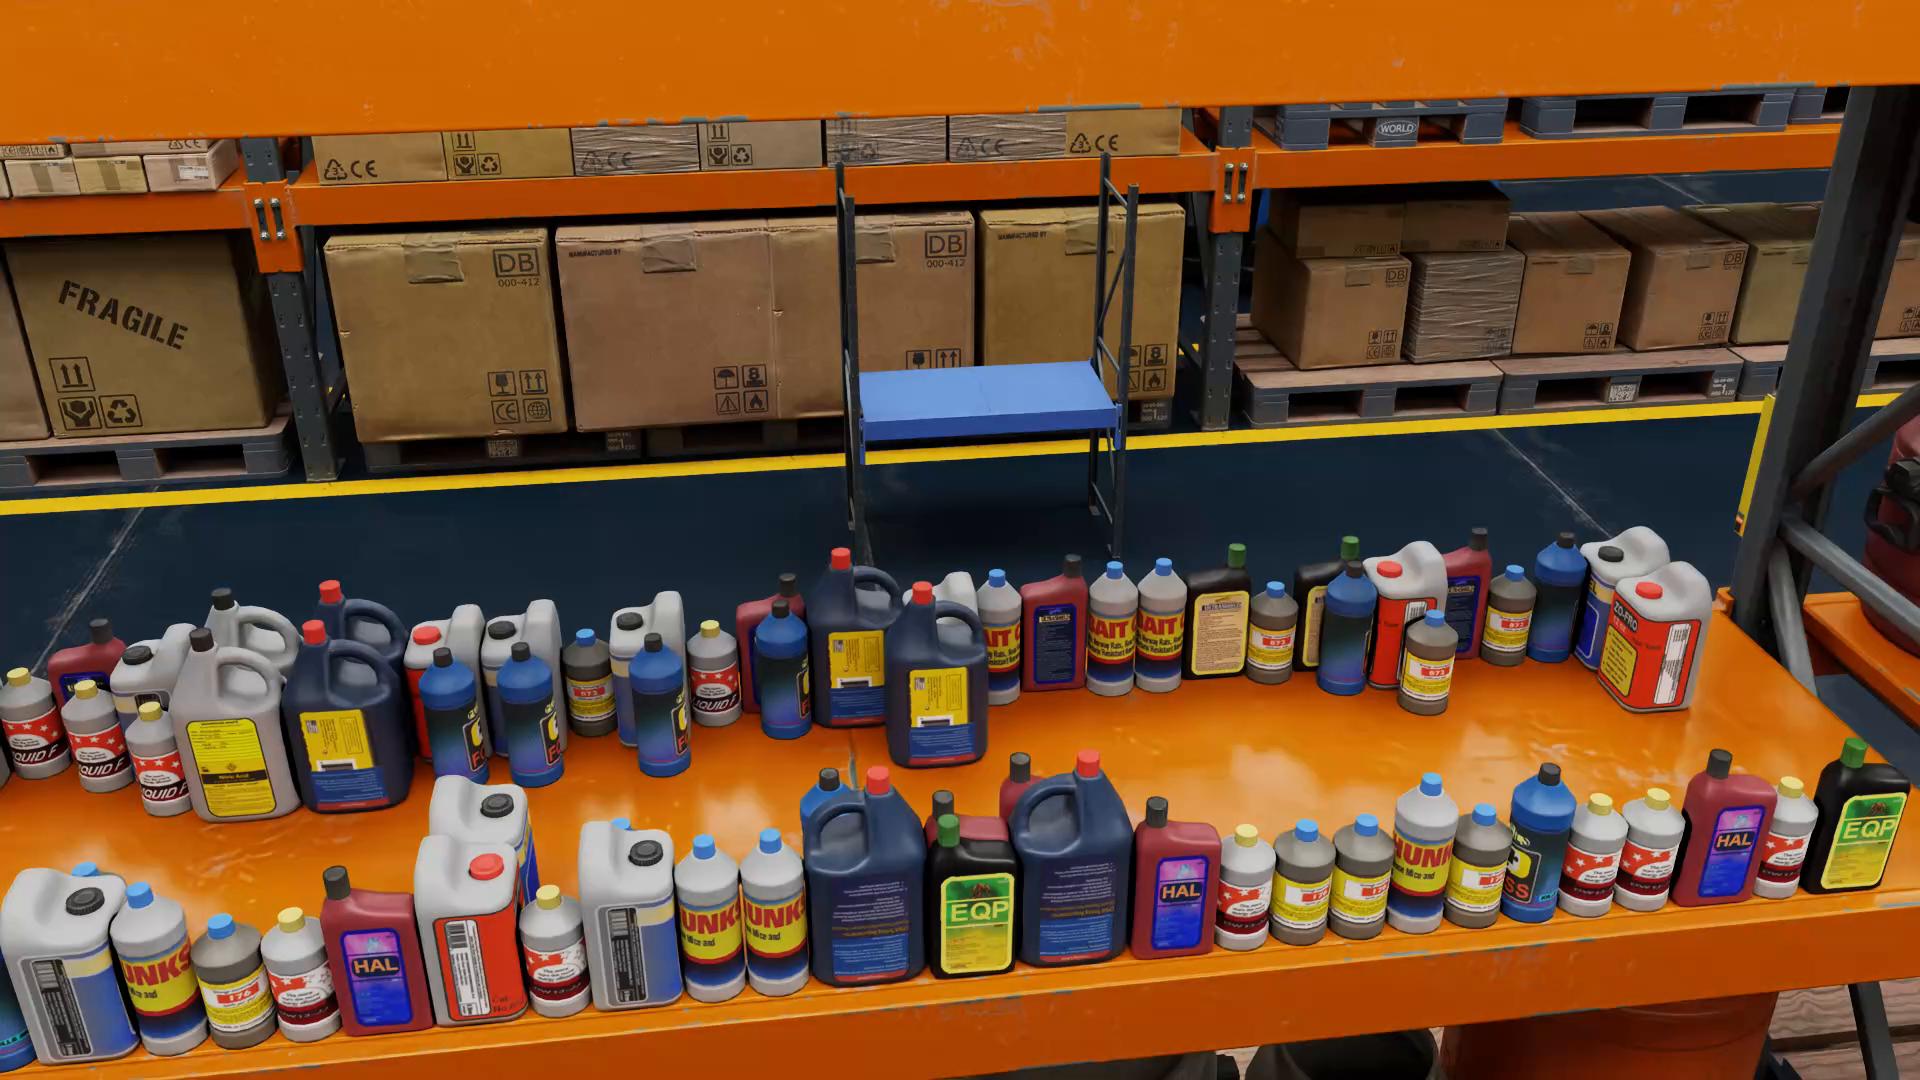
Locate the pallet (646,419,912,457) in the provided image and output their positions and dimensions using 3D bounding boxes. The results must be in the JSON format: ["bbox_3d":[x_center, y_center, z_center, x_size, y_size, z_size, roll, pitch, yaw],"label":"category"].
[{"bbox_3d":[-0.880,-0.730,7.941,1.213,0.211,1.003,-4,27,-7],"label":"pallet"}]

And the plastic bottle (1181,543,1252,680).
[{"bbox_3d":[0.508,0.142,3.315,0.133,0.283,0.061,-4,27,-7],"label":"plastic bottle"}]

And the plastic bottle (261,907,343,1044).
[{"bbox_3d":[-0.969,0.632,2.451,0.097,0.201,0.097,0,27,0],"label":"plastic bottle"}]

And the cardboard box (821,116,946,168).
[{"bbox_3d":[-0.346,-1.900,7.058,0.500,0.500,0.500,-5,28,-9],"label":"cardboard box"}]

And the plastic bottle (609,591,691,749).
[{"bbox_3d":[-0.585,0.236,3.139,0.135,0.276,0.152,-4,27,-7],"label":"plastic bottle"}]

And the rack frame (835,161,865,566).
[{"bbox_3d":[-0.419,-0.640,6.355,0.032,1.500,0.500,-4,27,-7],"label":"rack frame"}]

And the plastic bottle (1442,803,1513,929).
[{"bbox_3d":[0.831,0.516,2.676,0.097,0.201,0.097,0,27,0],"label":"plastic bottle"}]

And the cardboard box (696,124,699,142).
[{"bbox_3d":[-1.412,-2.070,7.390,0.500,0.500,0.500,-4,27,-8],"label":"cardboard box"}]

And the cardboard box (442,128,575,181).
[{"bbox_3d":[-1.856,-1.801,6.865,0.500,0.500,0.500,-4,27,-7],"label":"cardboard box"}]

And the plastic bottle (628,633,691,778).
[{"bbox_3d":[-0.549,0.294,3.033,0.097,0.271,0.097,0,27,0],"label":"plastic bottle"}]

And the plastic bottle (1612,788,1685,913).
[{"bbox_3d":[1.120,0.497,2.712,0.097,0.201,0.097,0,27,0],"label":"plastic bottle"}]

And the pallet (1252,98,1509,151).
[{"bbox_3d":[1.808,-2.071,7.710,1.003,0.211,1.213,-4,27,-7],"label":"pallet"}]

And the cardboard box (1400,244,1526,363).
[{"bbox_3d":[2.325,-1.239,8.135,0.500,0.500,0.700,-6,28,-11],"label":"cardboard box"}]

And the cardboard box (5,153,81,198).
[{"bbox_3d":[-3.610,-1.496,6.655,0.250,0.149,0.380,-4,27,-8],"label":"cardboard box"}]

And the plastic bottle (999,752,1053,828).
[{"bbox_3d":[0.131,0.466,2.683,0.133,0.283,0.061,-4,27,-7],"label":"plastic bottle"}]

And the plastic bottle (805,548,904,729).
[{"bbox_3d":[-0.199,0.177,3.174,0.185,0.351,0.144,-4,27,-7],"label":"plastic bottle"}]

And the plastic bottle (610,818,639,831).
[{"bbox_3d":[-0.532,0.533,2.642,0.097,0.201,0.097,0,27,0],"label":"plastic bottle"}]

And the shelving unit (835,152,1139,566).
[{"bbox_3d":[0.084,-0.673,6.418,1.048,1.500,0.538,-4,27,-7],"label":"shelving unit"}]

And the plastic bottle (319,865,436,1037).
[{"bbox_3d":[-0.852,0.596,2.430,0.133,0.283,0.061,-4,27,-7],"label":"plastic bottle"}]

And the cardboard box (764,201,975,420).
[{"bbox_3d":[-0.453,-1.216,7.702,0.875,0.875,1.225,-4,27,-7],"label":"cardboard box"}]

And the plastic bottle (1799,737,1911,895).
[{"bbox_3d":[1.466,0.447,2.721,0.133,0.283,0.061,-4,27,-7],"label":"plastic bottle"}]

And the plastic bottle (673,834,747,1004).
[{"bbox_3d":[-0.378,0.562,2.509,0.097,0.271,0.097,0,27,0],"label":"plastic bottle"}]

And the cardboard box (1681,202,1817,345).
[{"bbox_3d":[3.992,-1.349,8.350,0.500,0.500,0.700,-4,27,-7],"label":"cardboard box"}]

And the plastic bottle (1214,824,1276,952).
[{"bbox_3d":[0.446,0.541,2.628,0.097,0.201,0.097,0,27,0],"label":"plastic bottle"}]

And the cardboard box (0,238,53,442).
[{"bbox_3d":[-4.400,-0.986,7.254,0.875,0.875,0.875,-4,27,-7],"label":"cardboard box"}]

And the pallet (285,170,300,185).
[{"bbox_3d":[-4.095,-2.757,11.893,1.213,0.211,1.003,-4,27,-7],"label":"pallet"}]

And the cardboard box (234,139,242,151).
[{"bbox_3d":[-3.183,-1.828,7.302,0.250,0.149,0.380,-4,27,-7],"label":"cardboard box"}]

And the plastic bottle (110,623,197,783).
[{"bbox_3d":[-1.447,0.292,3.031,0.135,0.276,0.152,-4,27,-7],"label":"plastic bottle"}]

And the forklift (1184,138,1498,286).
[{"bbox_3d":[1.542,-3.005,9.395,3.031,2.935,1.130,16,31,28],"label":"forklift"}]

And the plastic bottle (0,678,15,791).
[{"bbox_3d":[-1.809,0.315,2.986,0.135,0.276,0.152,-4,27,-7],"label":"plastic bottle"}]

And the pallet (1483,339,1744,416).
[{"bbox_3d":[3.096,-0.947,8.364,1.213,0.211,1.003,-4,27,-7],"label":"pallet"}]

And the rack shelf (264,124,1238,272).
[{"bbox_3d":[-0.864,-1.615,7.400,4.000,0.370,1.077,-4,27,-7],"label":"rack shelf"}]

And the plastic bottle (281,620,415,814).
[{"bbox_3d":[-1.086,0.300,2.934,0.185,0.351,0.144,-4,27,-7],"label":"plastic bottle"}]

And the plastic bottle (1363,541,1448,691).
[{"bbox_3d":[0.875,0.143,3.322,0.135,0.276,0.152,-4,27,-7],"label":"plastic bottle"}]

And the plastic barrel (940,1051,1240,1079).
[{"bbox_3d":[0.206,1.173,3.359,0.708,0.588,0.600,-4,27,-7],"label":"plastic barrel"}]

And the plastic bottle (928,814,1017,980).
[{"bbox_3d":[0.019,0.540,2.539,0.133,0.283,0.061,-4,27,-7],"label":"plastic bottle"}]

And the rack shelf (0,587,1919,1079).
[{"bbox_3d":[-0.174,0.624,3.036,4.000,0.370,1.077,-4,27,-7],"label":"rack shelf"}]

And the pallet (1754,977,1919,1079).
[{"bbox_3d":[2.579,1.386,3.818,1.213,0.211,1.003,-4,27,-7],"label":"pallet"}]

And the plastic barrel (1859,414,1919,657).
[{"bbox_3d":[2.224,-0.050,3.413,0.708,0.536,0.600,-4,27,-7],"label":"plastic barrel"}]

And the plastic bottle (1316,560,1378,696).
[{"bbox_3d":[0.765,0.167,3.279,0.097,0.271,0.097,0,27,0],"label":"plastic bottle"}]

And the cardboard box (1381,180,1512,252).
[{"bbox_3d":[2.300,-1.574,7.967,0.500,0.250,0.500,-1,27,-1],"label":"cardboard box"}]

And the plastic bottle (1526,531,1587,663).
[{"bbox_3d":[1.215,0.110,3.390,0.097,0.271,0.097,0,27,0],"label":"plastic bottle"}]

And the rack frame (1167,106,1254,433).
[{"bbox_3d":[1.117,-2.062,7.484,0.127,3.000,1.000,-4,27,-7],"label":"rack frame"}]

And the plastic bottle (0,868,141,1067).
[{"bbox_3d":[-1.280,0.606,2.420,0.135,0.276,0.152,-4,27,-7],"label":"plastic bottle"}]

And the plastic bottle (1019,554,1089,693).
[{"bbox_3d":[0.183,0.163,3.275,0.133,0.283,0.061,-4,27,-7],"label":"plastic bottle"}]

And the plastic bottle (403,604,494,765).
[{"bbox_3d":[-0.948,0.260,3.094,0.135,0.276,0.152,-4,27,-7],"label":"plastic bottle"}]
